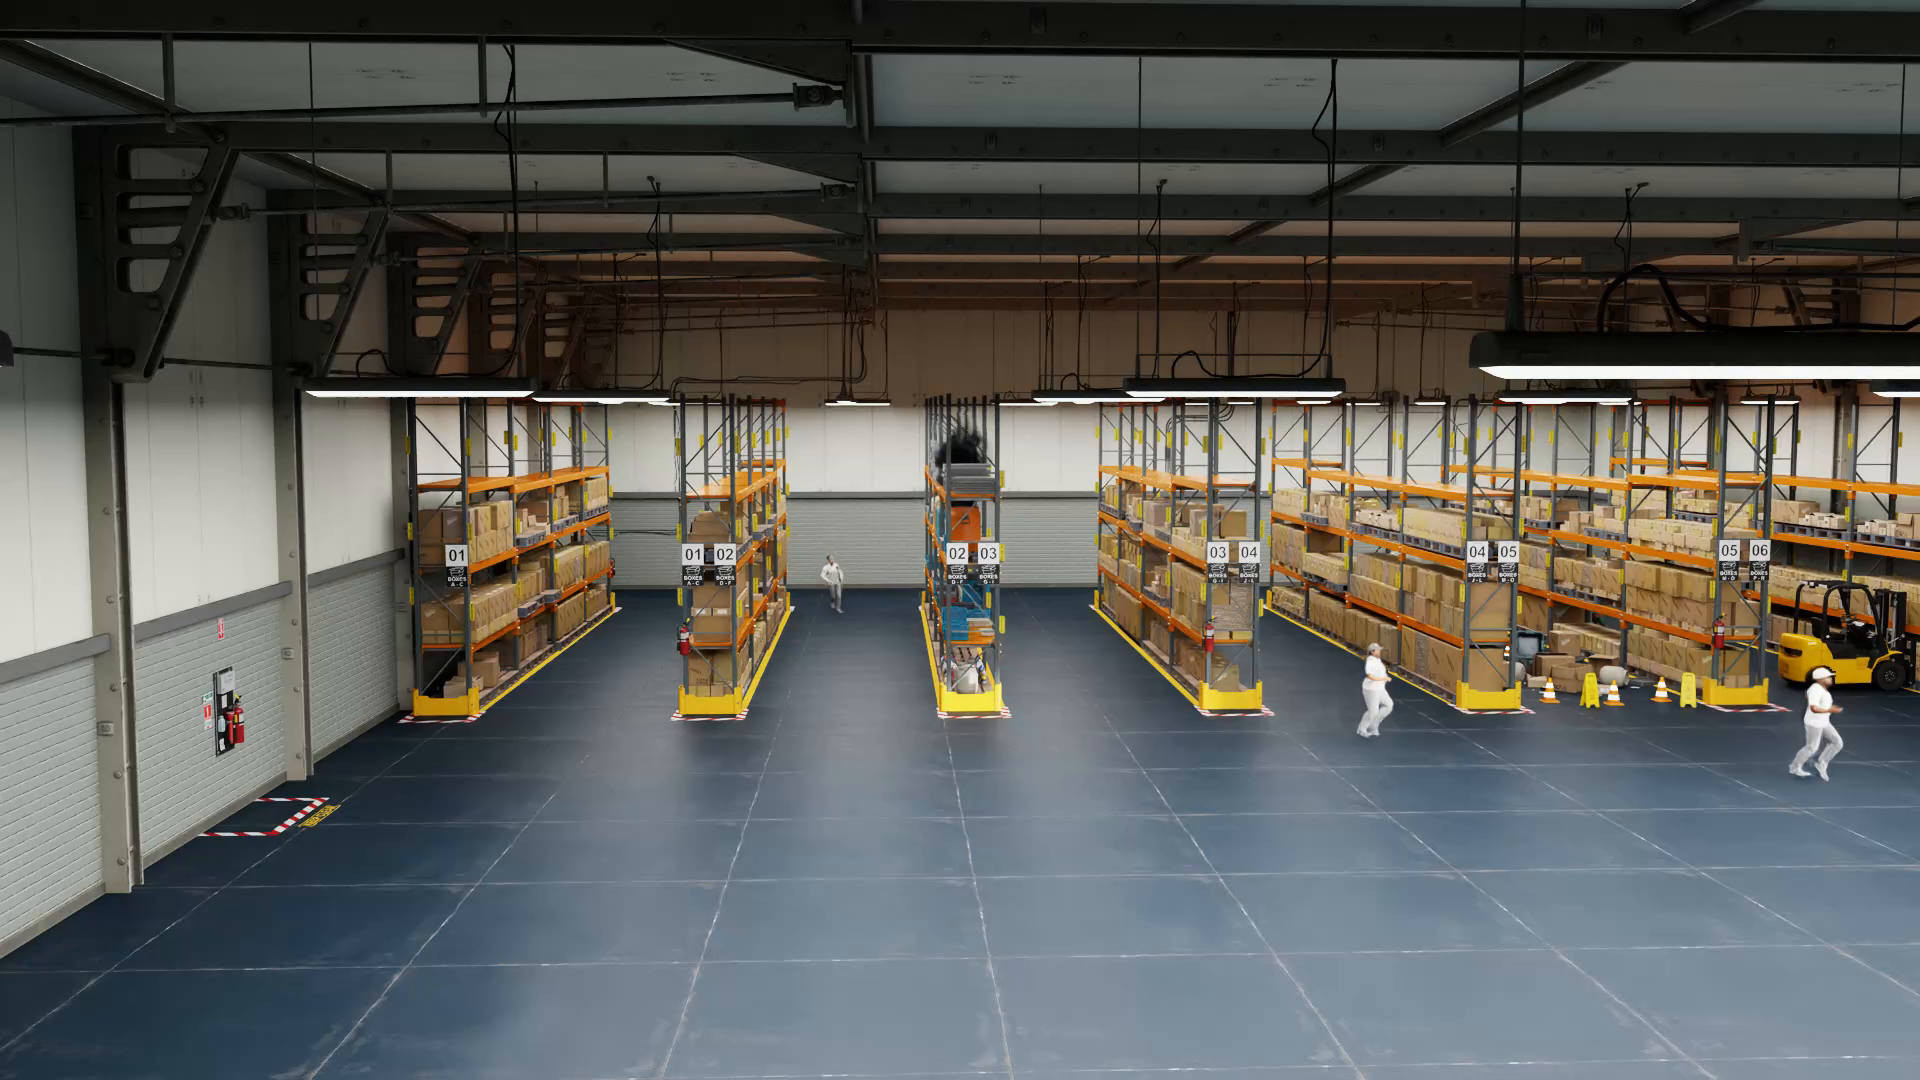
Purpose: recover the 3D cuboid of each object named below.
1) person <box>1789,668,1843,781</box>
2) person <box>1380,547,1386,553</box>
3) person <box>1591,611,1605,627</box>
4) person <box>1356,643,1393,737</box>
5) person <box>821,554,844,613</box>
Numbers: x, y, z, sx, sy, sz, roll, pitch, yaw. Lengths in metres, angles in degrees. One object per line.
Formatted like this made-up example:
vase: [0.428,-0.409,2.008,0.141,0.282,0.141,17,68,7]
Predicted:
person: [13.159,2.836,25.539,0.751,1.768,0.680,4,6,43]
person: [12.642,0.969,49.339,0.584,1.714,0.665,0,5,-5]
person: [16.263,1.449,42.422,0.662,1.770,0.993,0,5,-5]
person: [7.208,2.614,28.888,0.604,1.662,0.667,2,5,28]
person: [-3.588,1.214,46.817,0.655,1.642,0.627,-2,5,-26]
